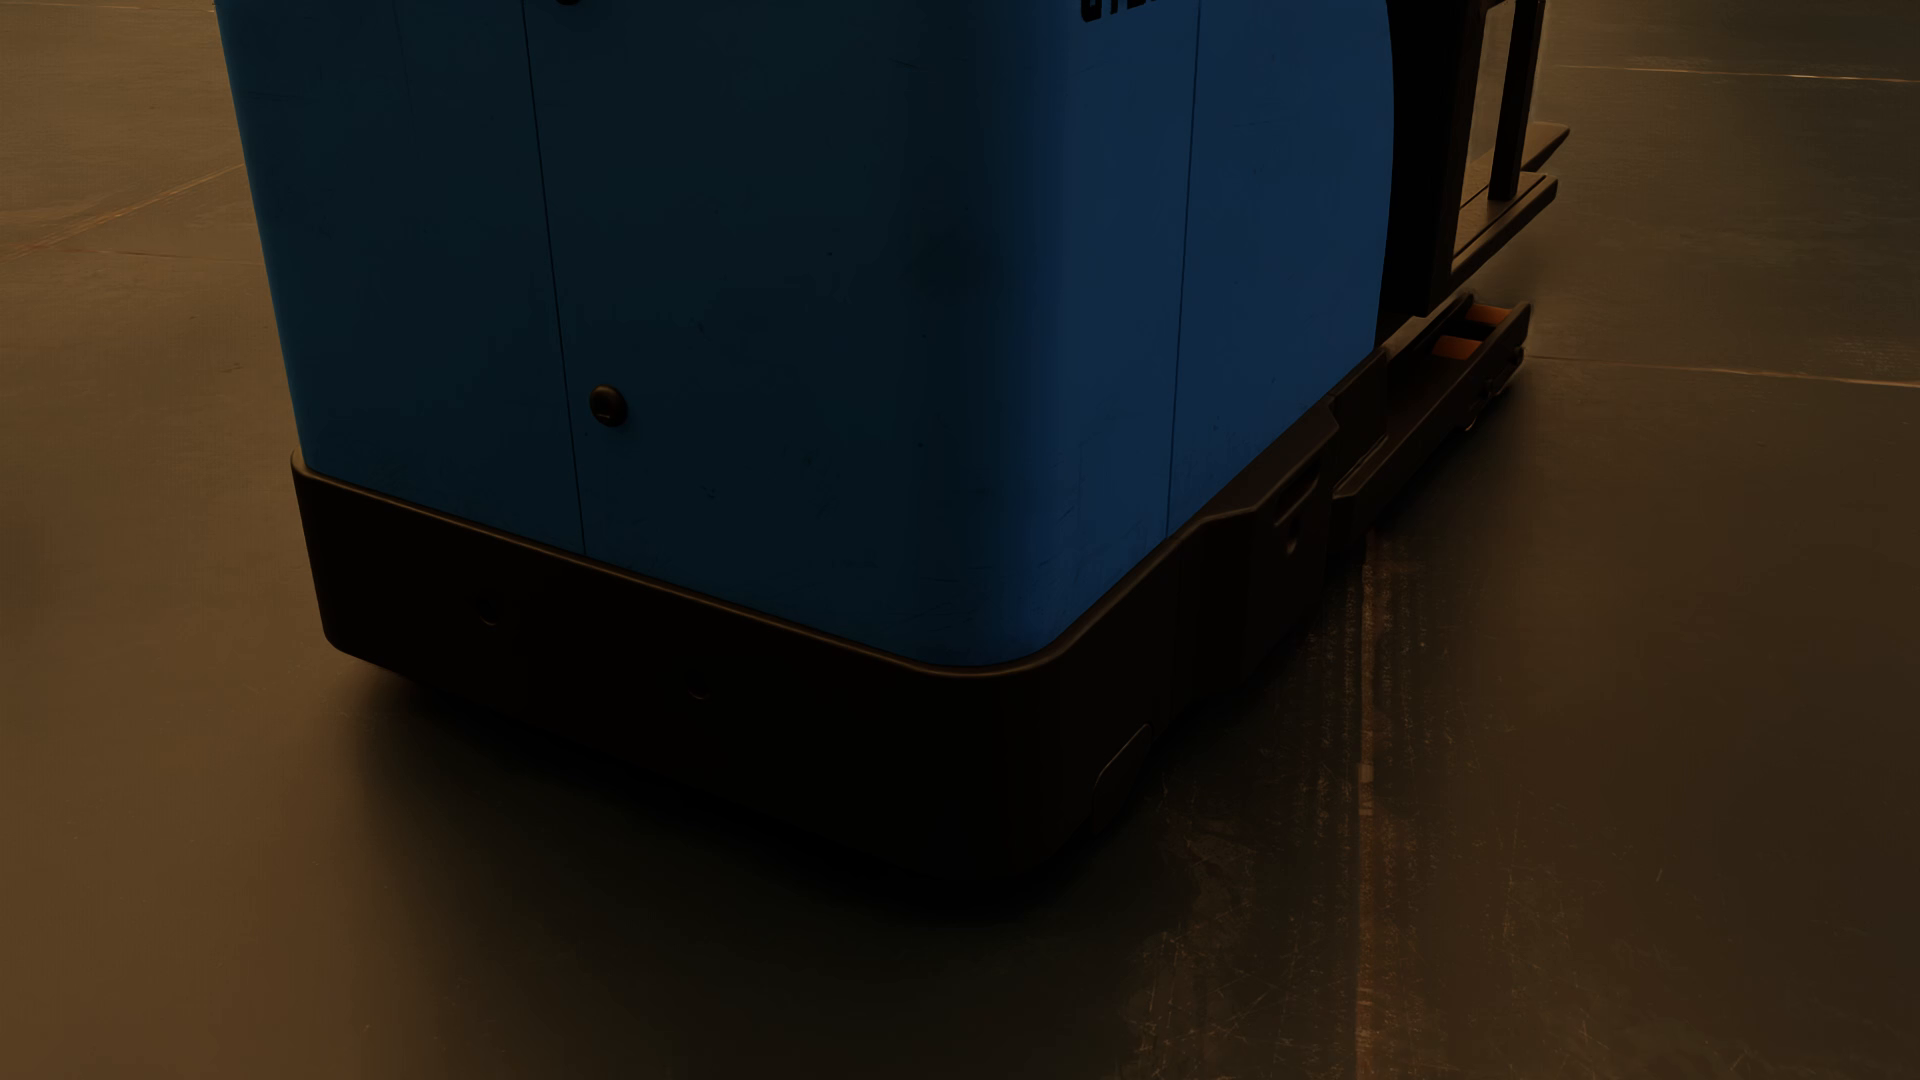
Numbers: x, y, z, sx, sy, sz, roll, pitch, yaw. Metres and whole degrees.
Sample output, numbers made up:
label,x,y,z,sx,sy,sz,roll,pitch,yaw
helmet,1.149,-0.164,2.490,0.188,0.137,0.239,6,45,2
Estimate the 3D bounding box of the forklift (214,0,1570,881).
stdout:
label,x,y,z,sx,sy,sz,roll,pitch,yaw
forklift,0.377,-1.591,2.399,1.130,2.935,3.031,15,30,27
